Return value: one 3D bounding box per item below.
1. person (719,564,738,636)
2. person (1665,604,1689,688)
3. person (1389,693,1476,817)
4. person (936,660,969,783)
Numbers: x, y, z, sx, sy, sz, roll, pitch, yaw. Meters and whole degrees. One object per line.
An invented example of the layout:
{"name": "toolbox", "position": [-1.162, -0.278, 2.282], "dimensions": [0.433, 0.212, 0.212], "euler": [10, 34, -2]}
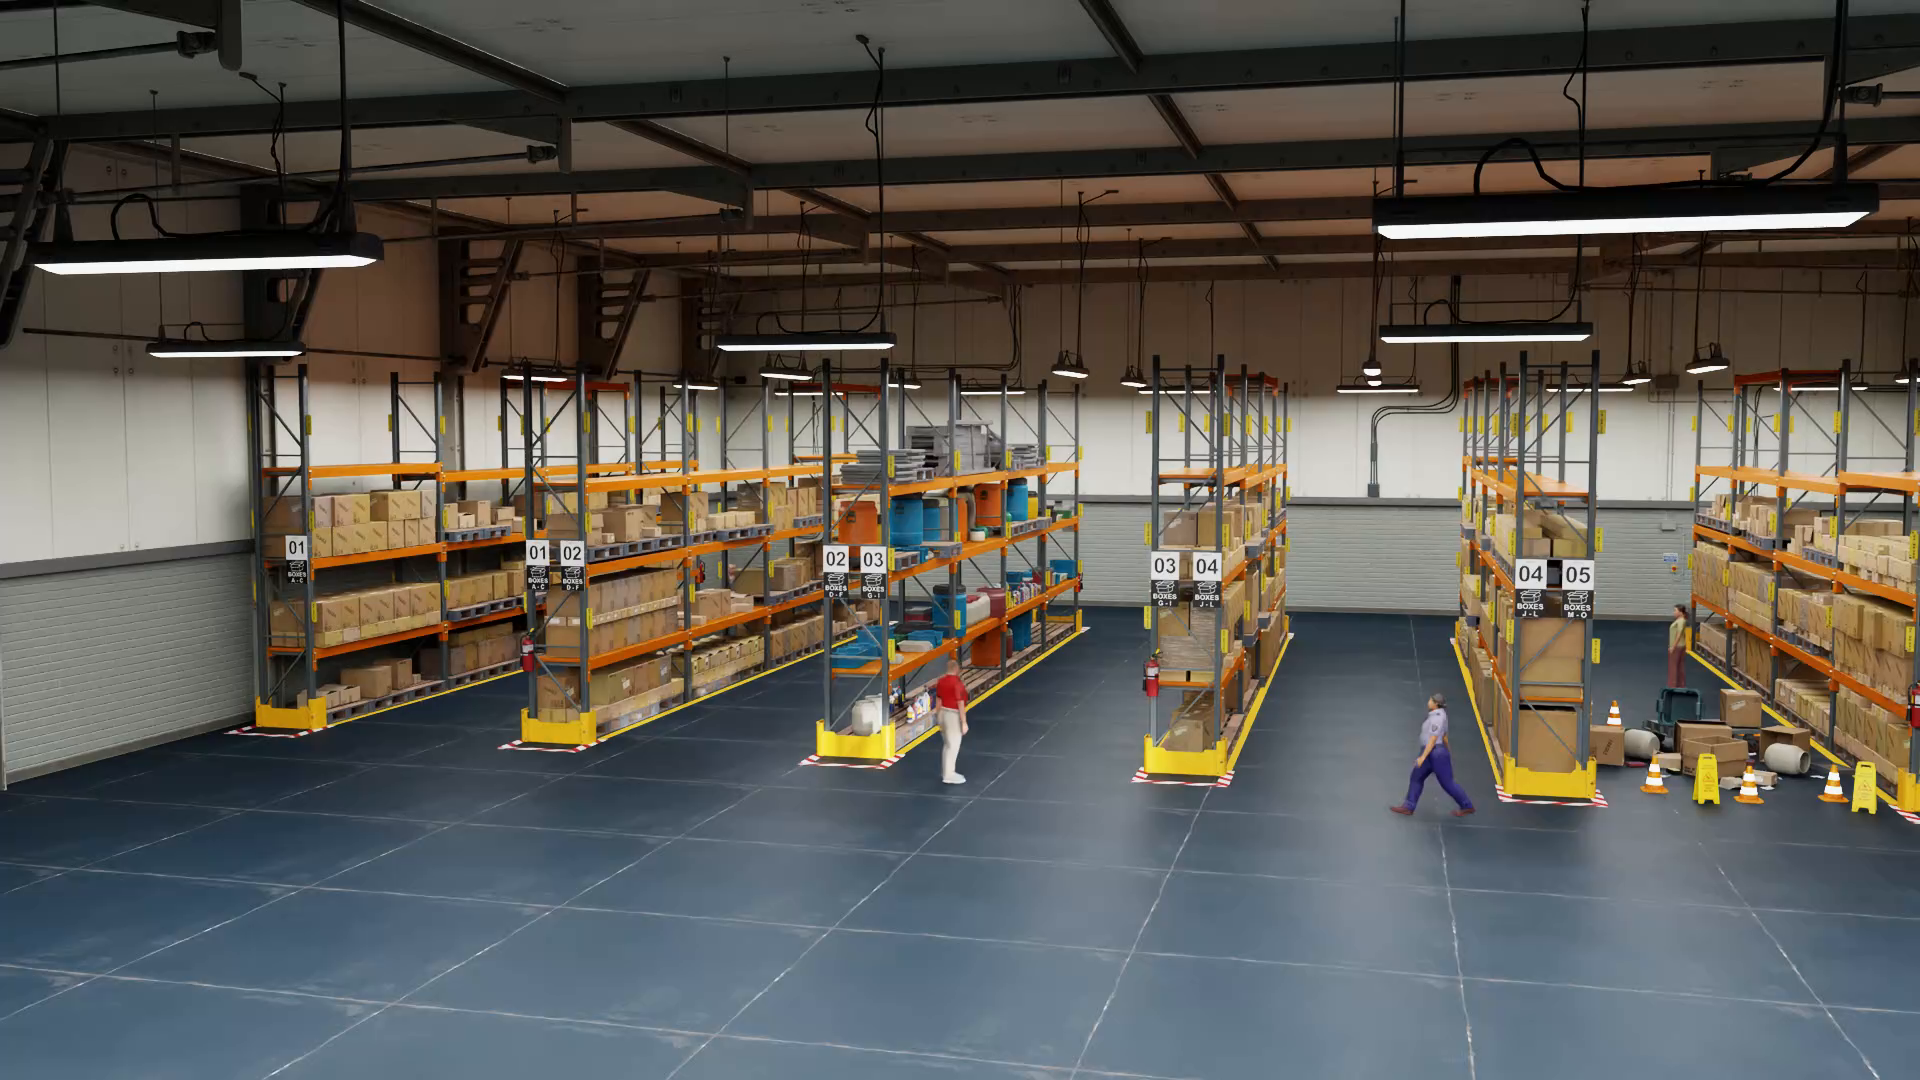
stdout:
{"name": "person", "position": [-5.359, 1.427, 38.943], "dimensions": [0.676, 1.719, 1.120], "euler": [1, 4, 12]}
{"name": "person", "position": [13.381, 2.029, 31.097], "dimensions": [0.541, 1.678, 0.411], "euler": [-4, 6, -45]}
{"name": "person", "position": [6.029, 2.737, 21.158], "dimensions": [1.004, 1.602, 0.488], "euler": [0, 4, -1]}
{"name": "person", "position": [-0.054, 2.546, 23.338], "dimensions": [0.475, 1.751, 0.600], "euler": [-2, 5, -29]}
